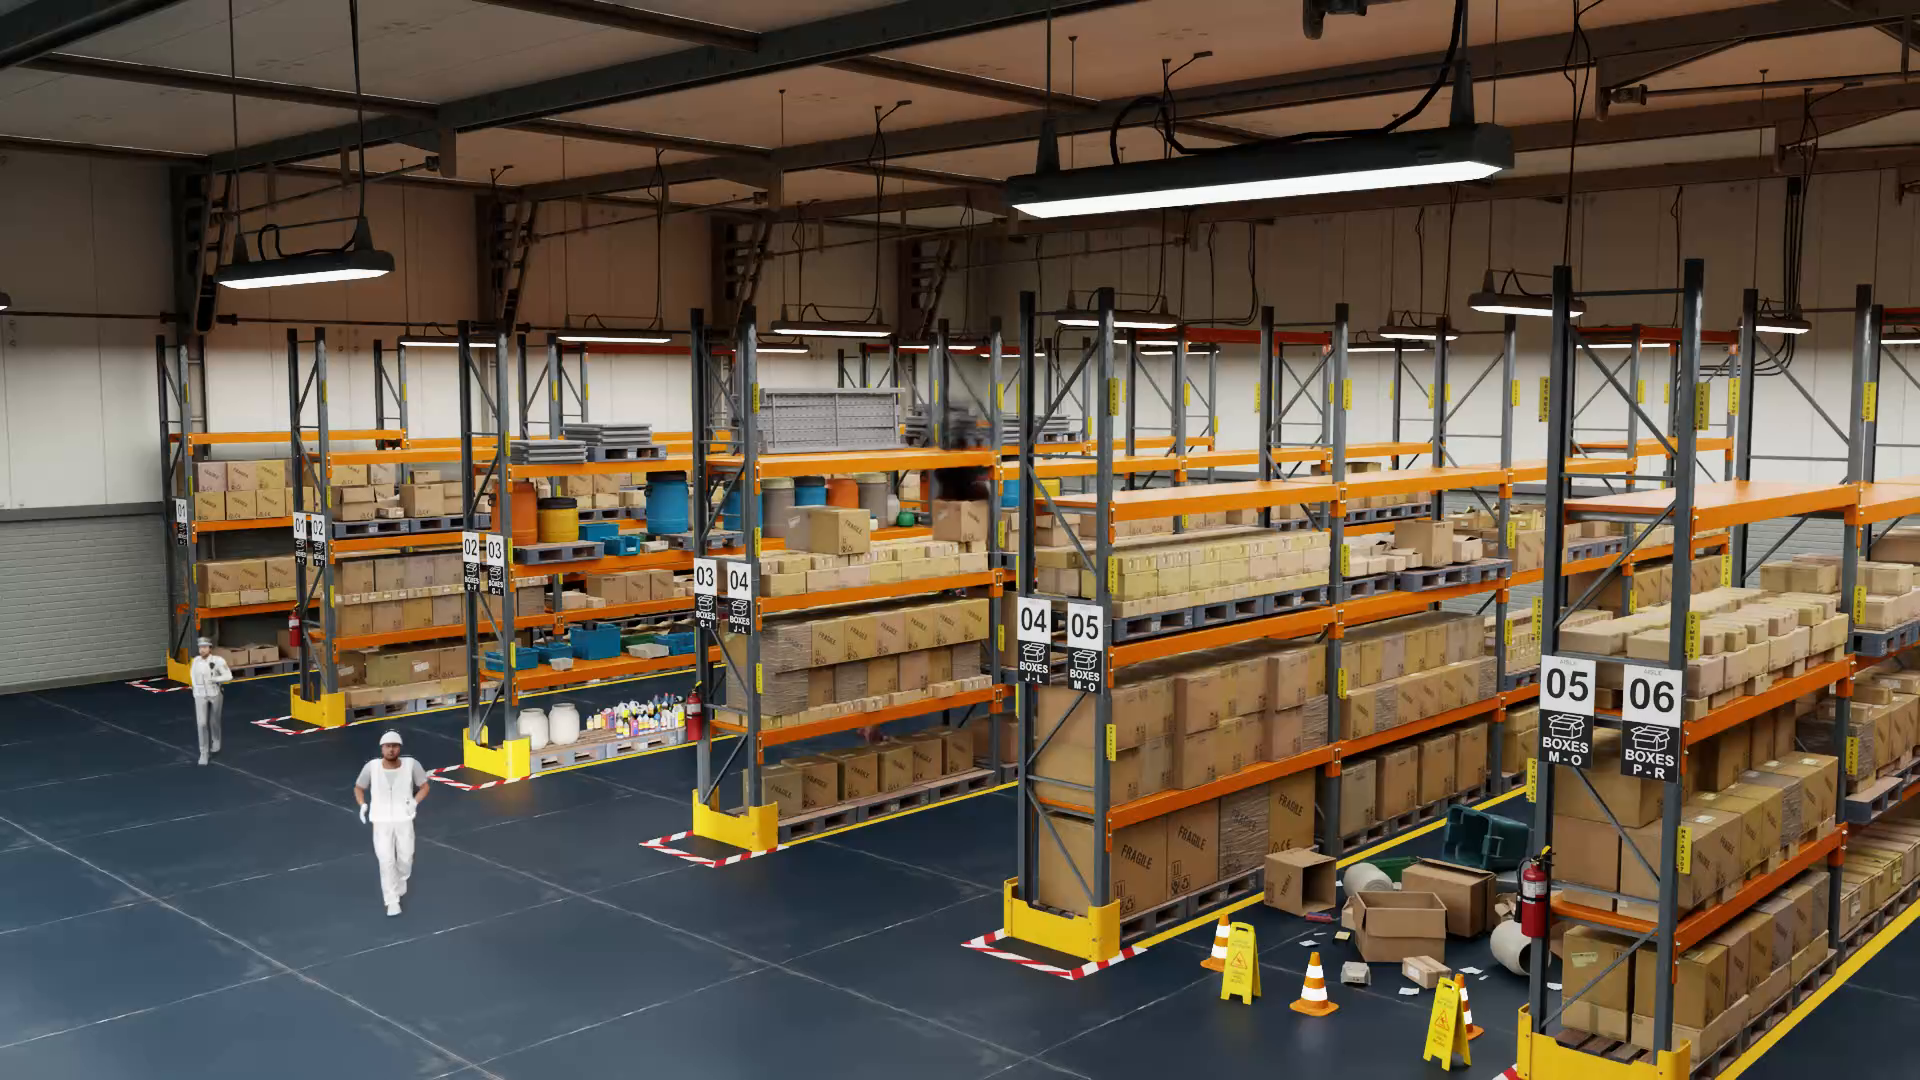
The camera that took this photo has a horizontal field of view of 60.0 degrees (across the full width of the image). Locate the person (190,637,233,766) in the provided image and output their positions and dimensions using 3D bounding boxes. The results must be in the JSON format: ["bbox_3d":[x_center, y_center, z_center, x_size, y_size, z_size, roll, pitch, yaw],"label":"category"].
[{"bbox_3d":[-10.305,2.176,22.887,0.590,1.736,0.840,-1,6,-13],"label":"person"}]

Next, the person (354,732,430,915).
[{"bbox_3d":[-5.581,2.754,16.374,0.712,1.761,0.751,-2,6,-19],"label":"person"}]

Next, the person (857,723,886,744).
[{"bbox_3d":[-1.134,2.252,22.471,0.574,1.638,0.585,5,7,44],"label":"person"}]
